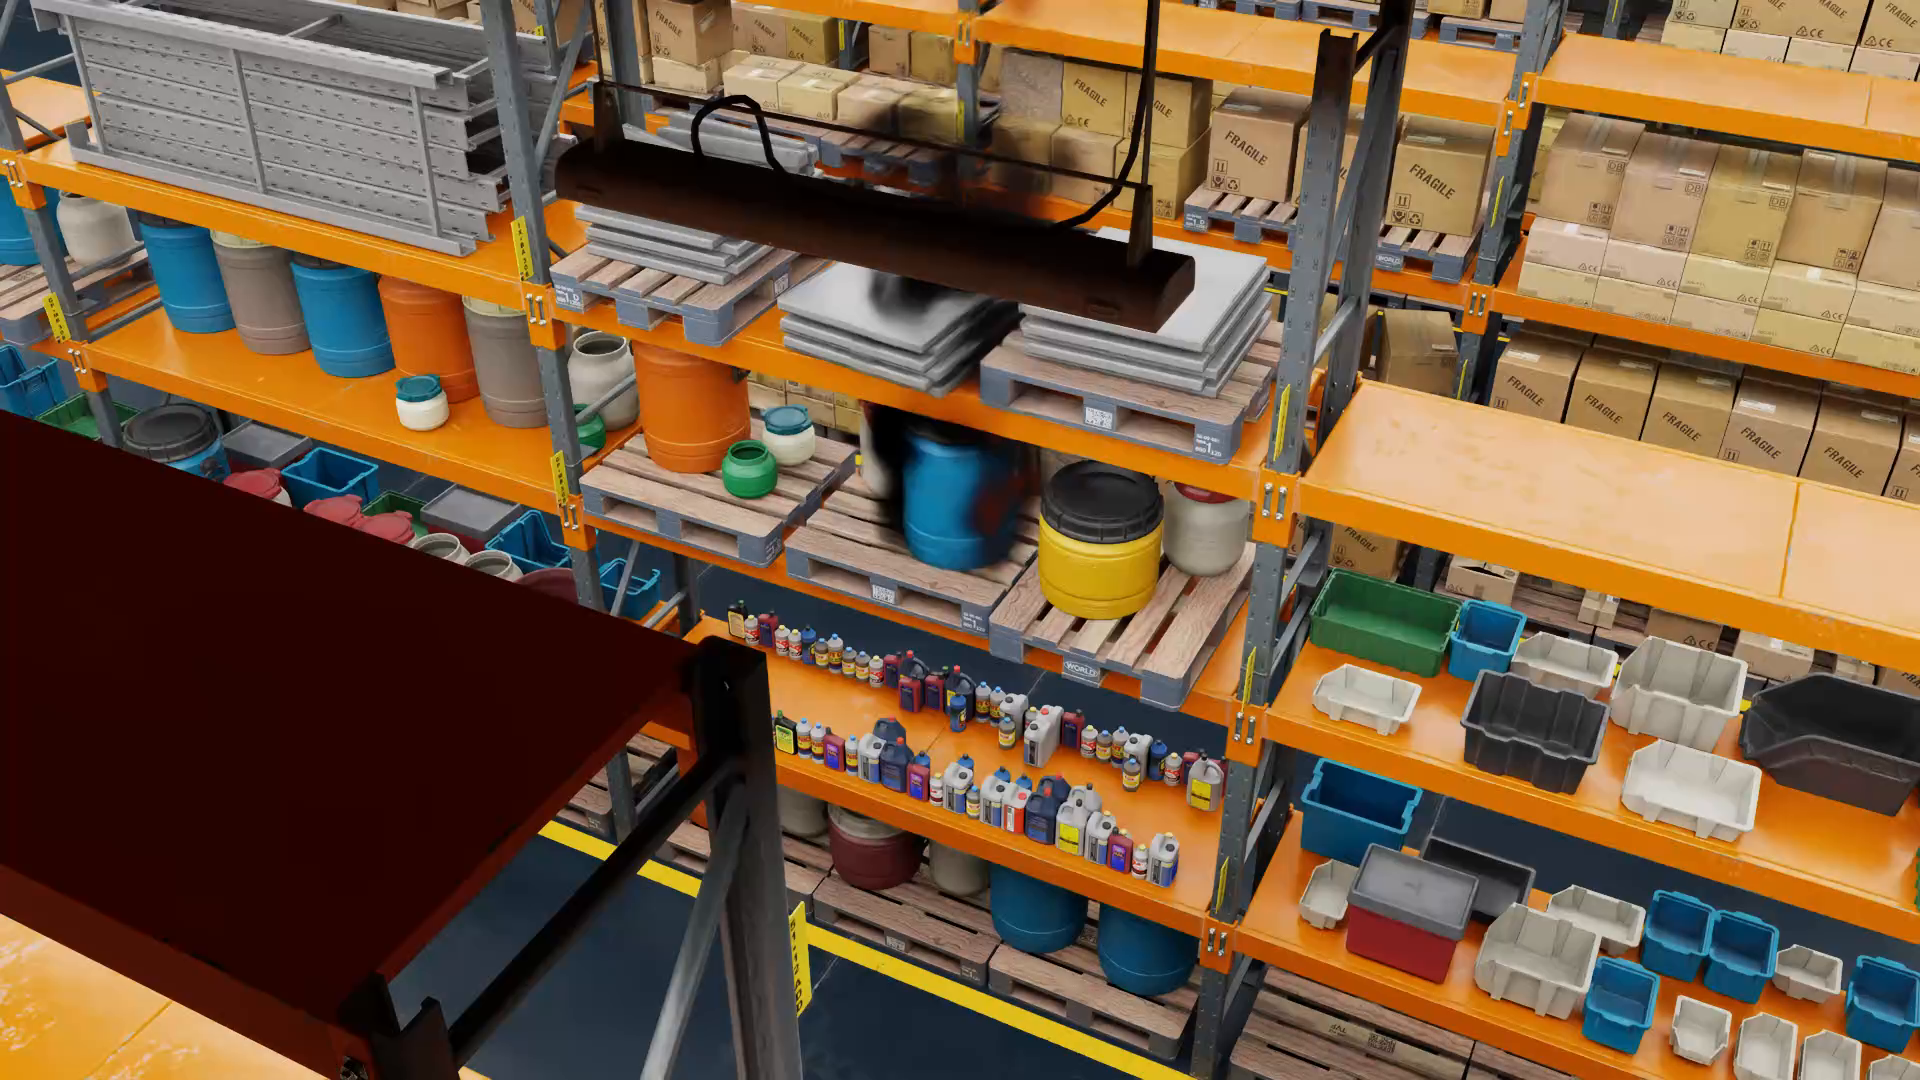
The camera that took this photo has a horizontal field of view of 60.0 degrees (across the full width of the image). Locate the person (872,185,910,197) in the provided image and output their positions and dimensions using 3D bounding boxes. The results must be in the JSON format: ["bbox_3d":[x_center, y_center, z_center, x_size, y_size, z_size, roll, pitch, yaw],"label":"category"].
[{"bbox_3d":[-0.771,-3.129,16.824,0.569,1.721,0.674,15,38,20],"label":"person"}]
